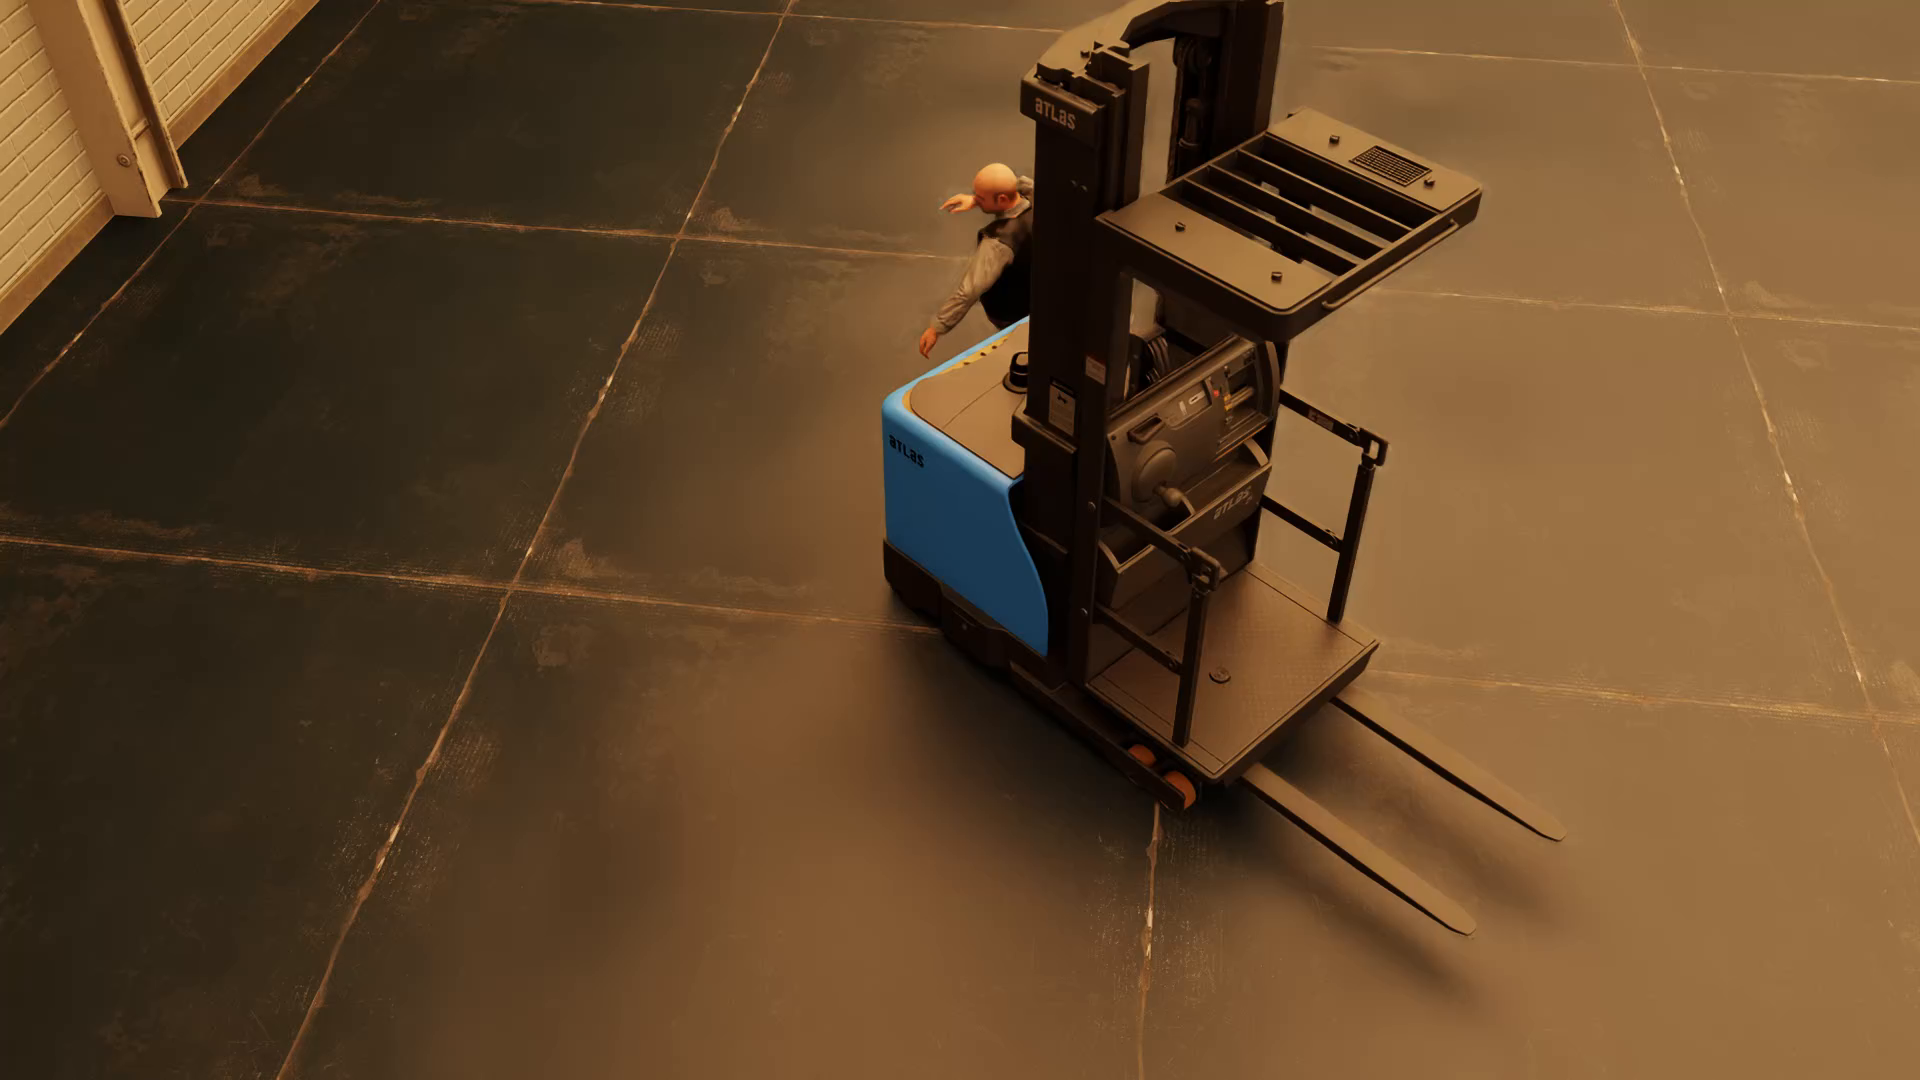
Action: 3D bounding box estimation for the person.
[{"bbox_3d":[0.177,-1.189,8.152,0.730,1.489,0.956,1,43,1],"label":"person"}]

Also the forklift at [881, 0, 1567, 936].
[{"bbox_3d":[1.034,-0.382,6.140,1.130,2.935,3.031,-33,52,-31],"label":"forklift"}]
